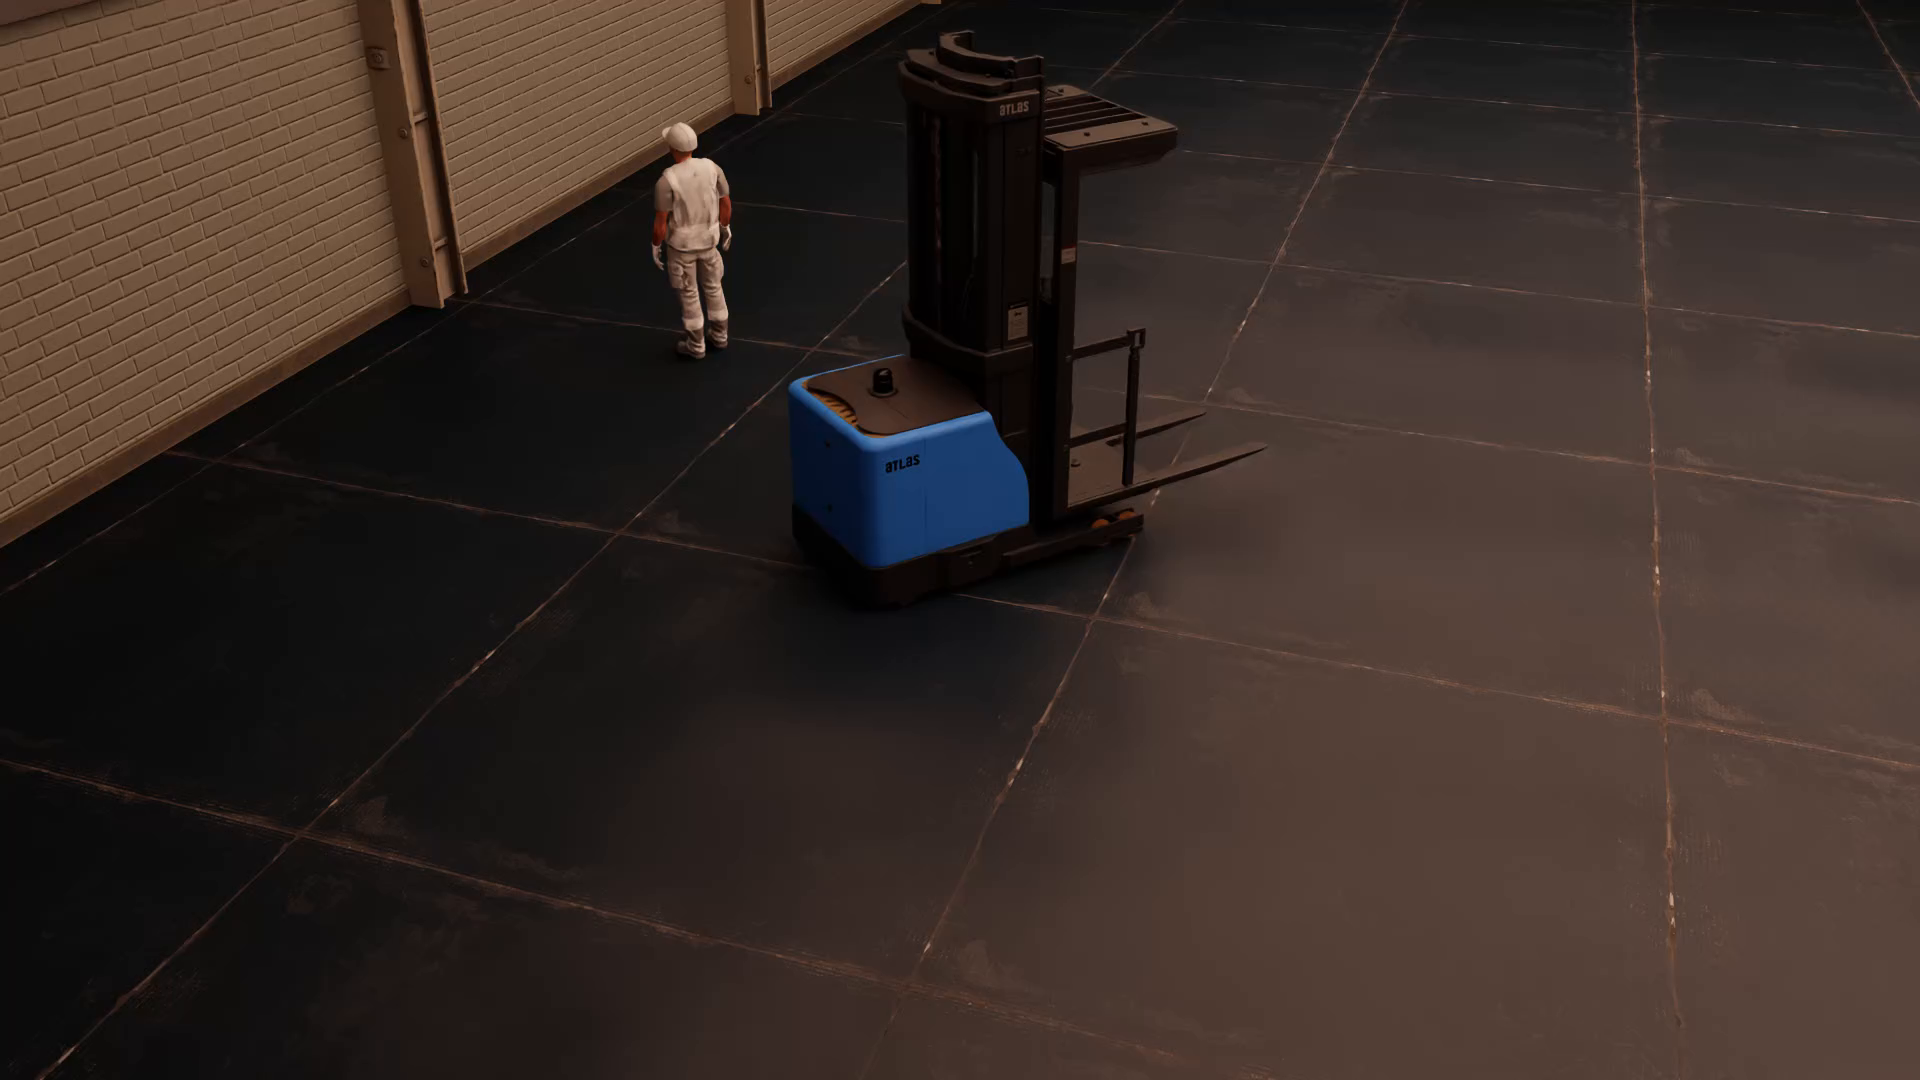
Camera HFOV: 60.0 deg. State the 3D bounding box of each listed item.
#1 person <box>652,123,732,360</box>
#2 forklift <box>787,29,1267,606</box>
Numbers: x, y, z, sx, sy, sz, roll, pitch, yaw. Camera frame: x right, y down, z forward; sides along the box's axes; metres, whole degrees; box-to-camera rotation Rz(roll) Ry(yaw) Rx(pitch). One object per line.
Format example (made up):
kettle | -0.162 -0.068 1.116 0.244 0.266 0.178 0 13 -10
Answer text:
person | -1.975 -2.187 12.118 0.636 1.791 0.545 -18 34 -29
forklift | 0.518 -1.435 9.654 3.031 2.935 1.130 -17 34 -27
